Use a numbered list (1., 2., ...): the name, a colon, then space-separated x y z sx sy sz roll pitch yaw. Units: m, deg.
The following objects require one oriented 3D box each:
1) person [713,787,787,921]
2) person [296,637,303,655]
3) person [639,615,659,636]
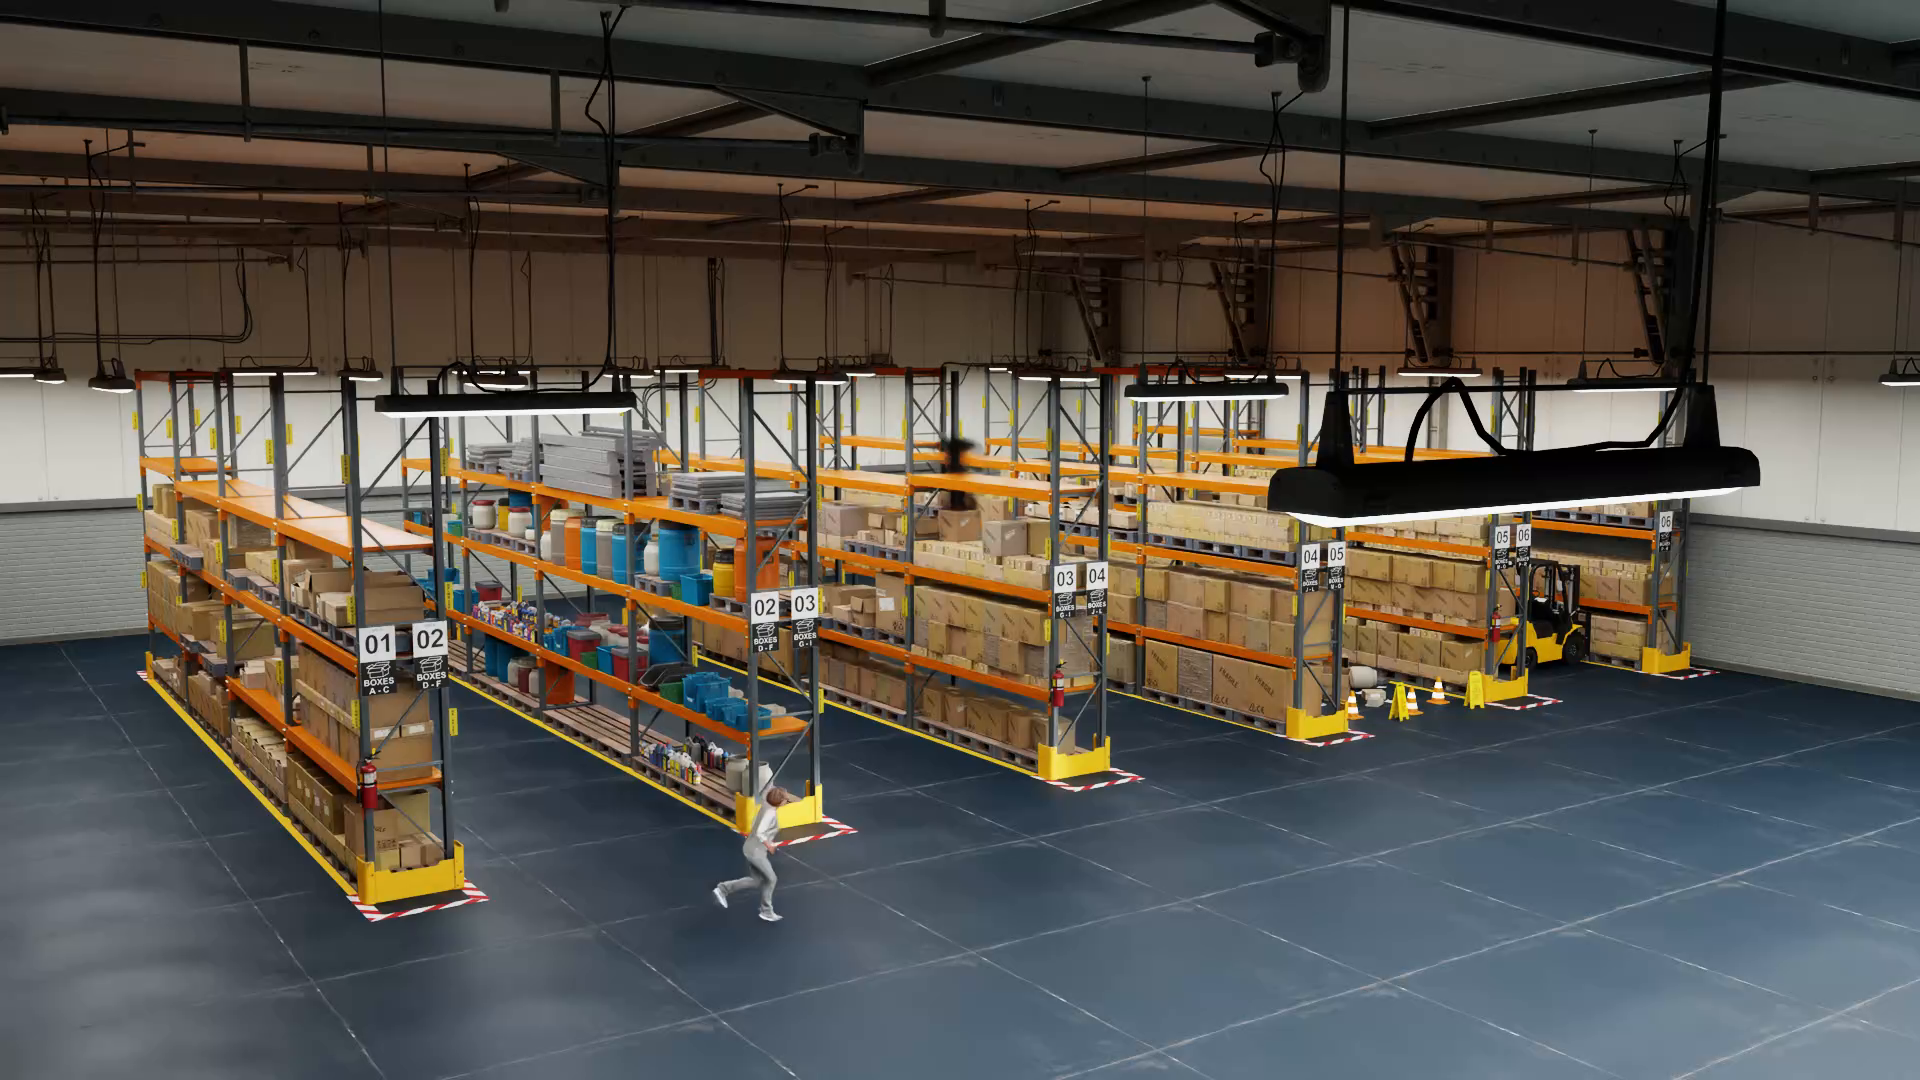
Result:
1. person: -2.326 3.572 18.445 0.824 1.441 0.539 -1 6 -7
2. person: -13.056 1.844 32.406 0.535 1.721 0.824 -6 9 -43
3. person: -5.870 2.101 31.075 0.969 1.477 0.717 3 7 22
